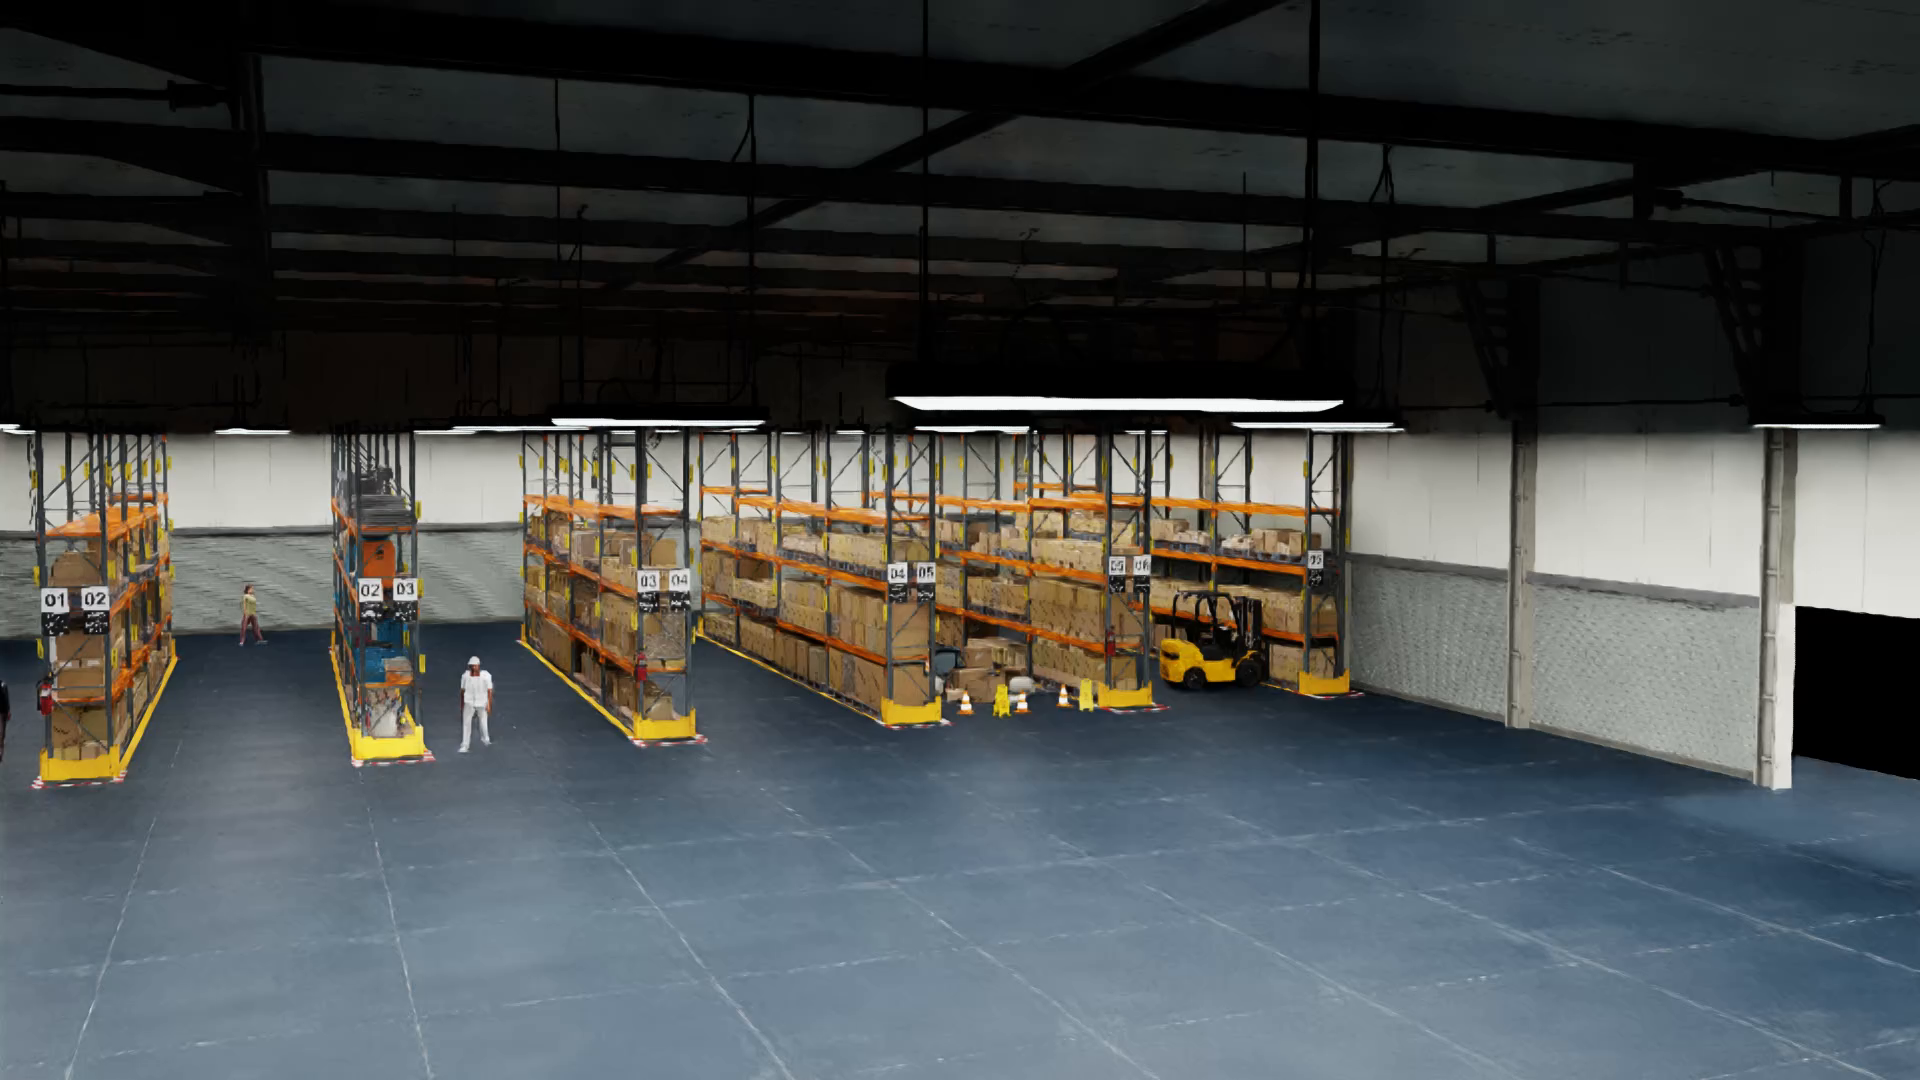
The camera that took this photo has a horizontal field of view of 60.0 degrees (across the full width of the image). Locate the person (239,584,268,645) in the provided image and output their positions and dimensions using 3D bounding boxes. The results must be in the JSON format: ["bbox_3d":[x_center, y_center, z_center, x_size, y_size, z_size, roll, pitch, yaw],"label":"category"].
[{"bbox_3d":[-19.439,2.033,45.558,0.562,1.661,0.666,1,4,14],"label":"person"}]

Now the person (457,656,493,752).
[{"bbox_3d":[-8.835,2.964,30.310,0.620,1.718,0.943,0,4,-5],"label":"person"}]

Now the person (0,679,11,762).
[{"bbox_3d":[-17.093,3.053,29.351,0.543,1.648,1.115,-1,4,-20],"label":"person"}]

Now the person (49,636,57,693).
[{"bbox_3d":[-20.210,2.496,37.119,0.636,1.775,0.677,1,4,9],"label":"person"}]
